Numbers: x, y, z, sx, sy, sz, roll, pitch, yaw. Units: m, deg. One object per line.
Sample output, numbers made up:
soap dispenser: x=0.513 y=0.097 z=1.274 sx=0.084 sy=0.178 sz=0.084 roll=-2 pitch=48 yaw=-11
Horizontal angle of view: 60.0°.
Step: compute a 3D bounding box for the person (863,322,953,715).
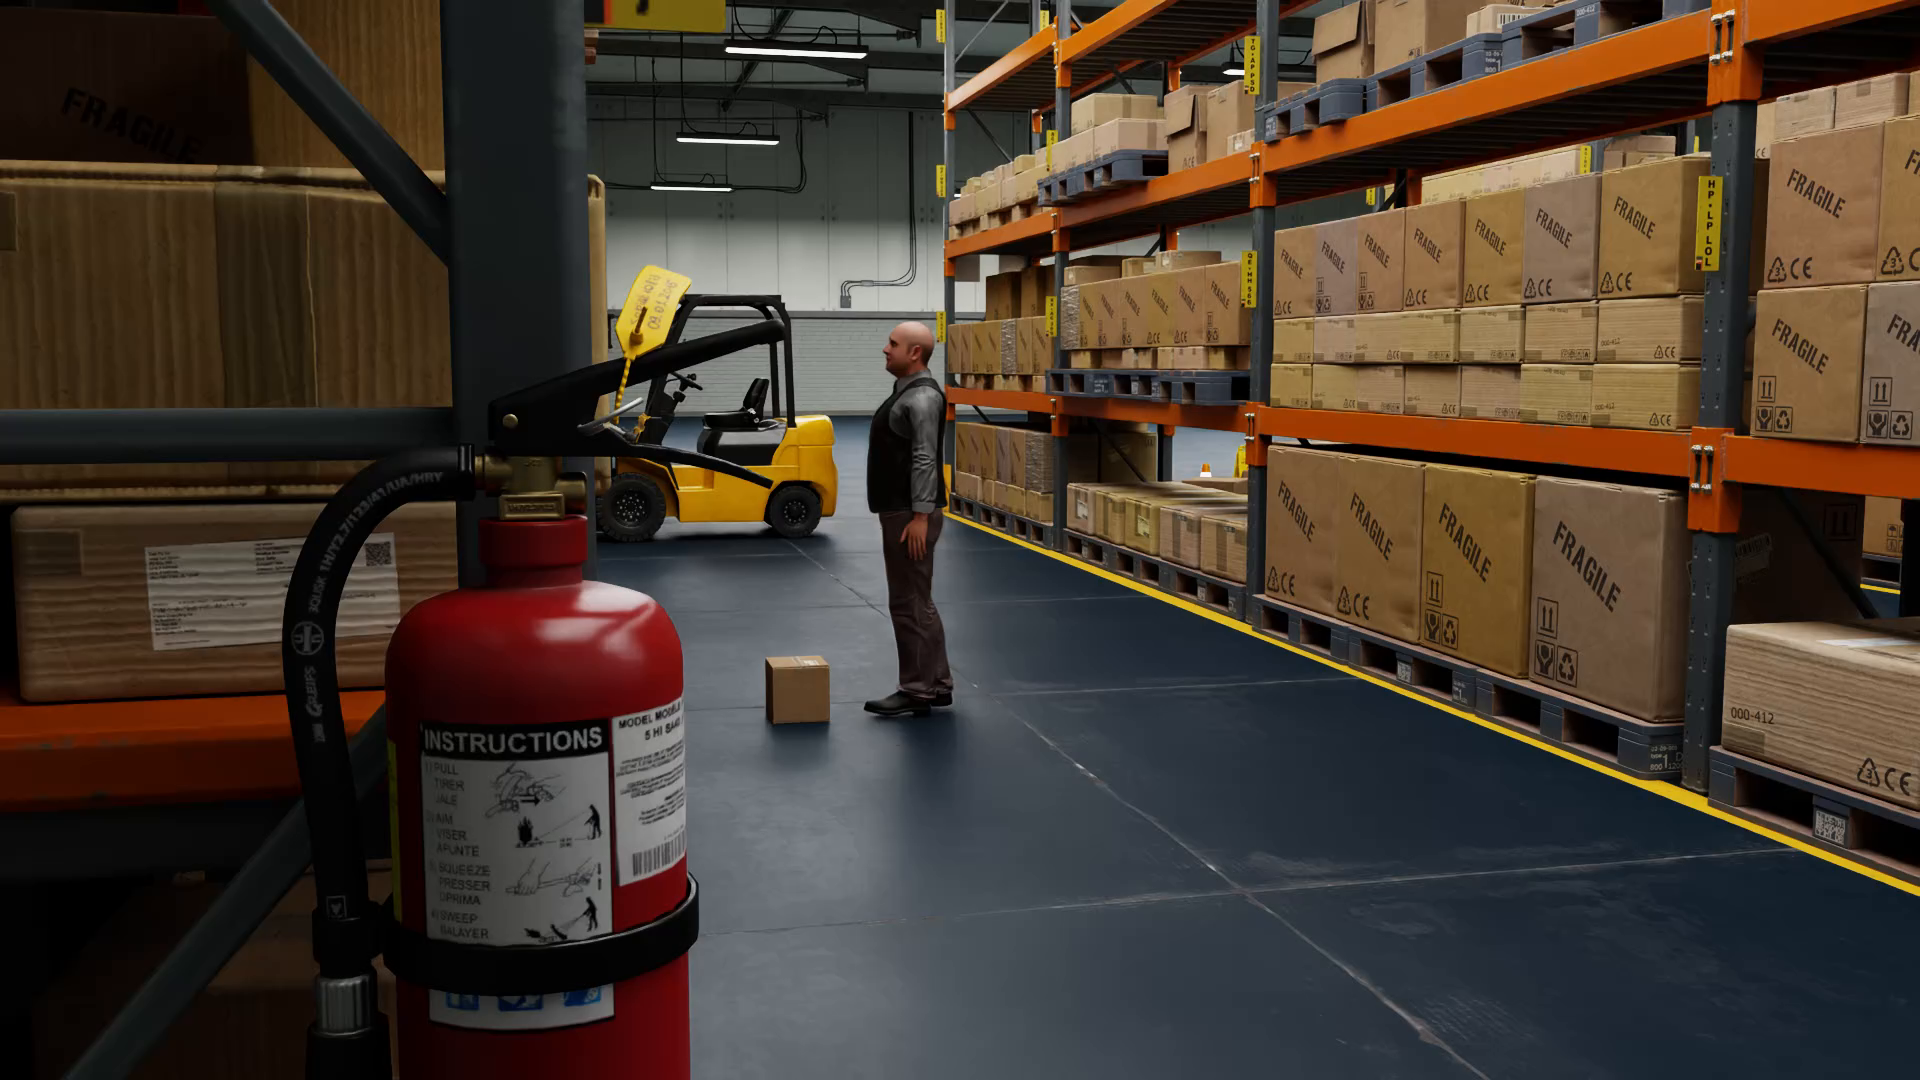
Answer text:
person: x=-0.232 y=-0.058 z=7.371 sx=0.409 sy=1.639 sz=0.566 roll=0 pitch=6 yaw=-4
